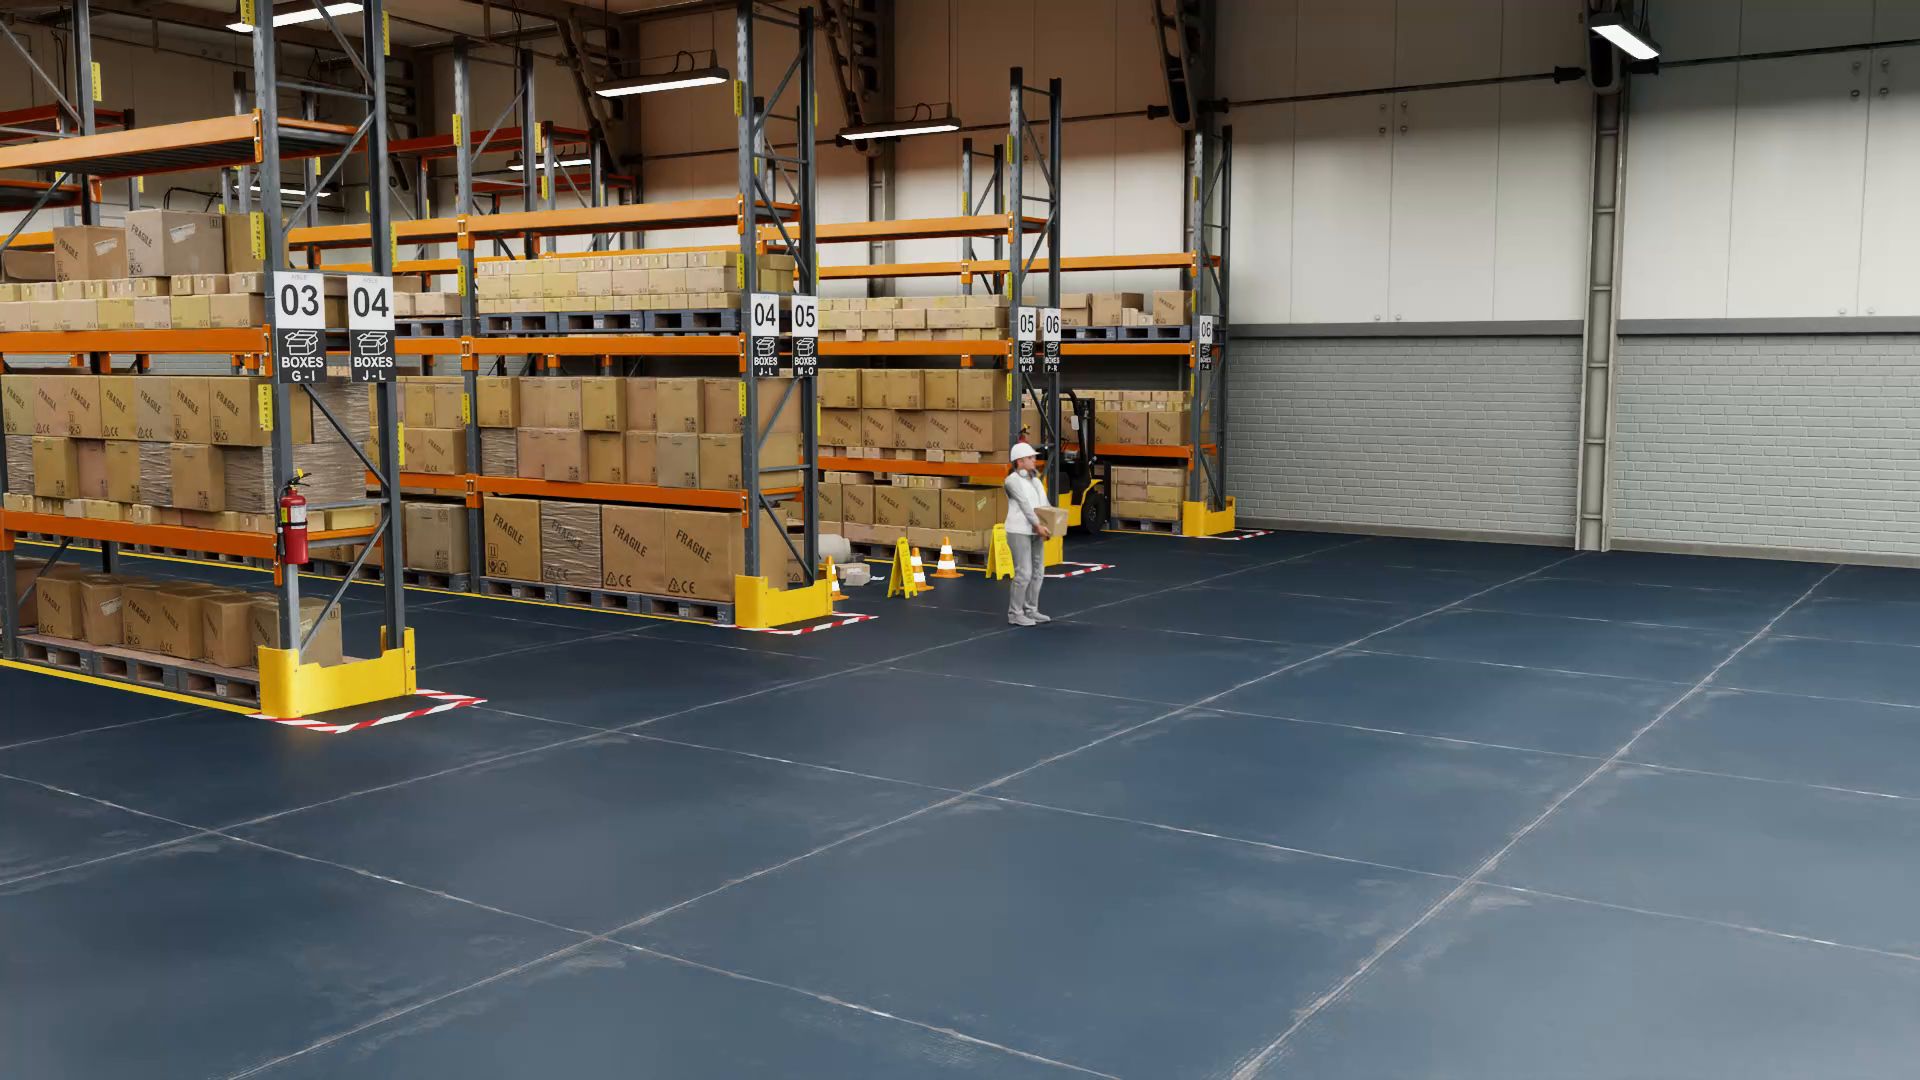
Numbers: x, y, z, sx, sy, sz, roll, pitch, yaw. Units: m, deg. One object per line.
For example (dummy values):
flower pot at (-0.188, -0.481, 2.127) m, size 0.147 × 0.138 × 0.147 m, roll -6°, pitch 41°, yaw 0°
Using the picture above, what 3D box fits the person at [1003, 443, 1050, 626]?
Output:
person at (0.731, -0.059, 16.224) m, size 0.548 × 1.764 × 0.494 m, roll 4°, pitch 8°, yaw 35°
